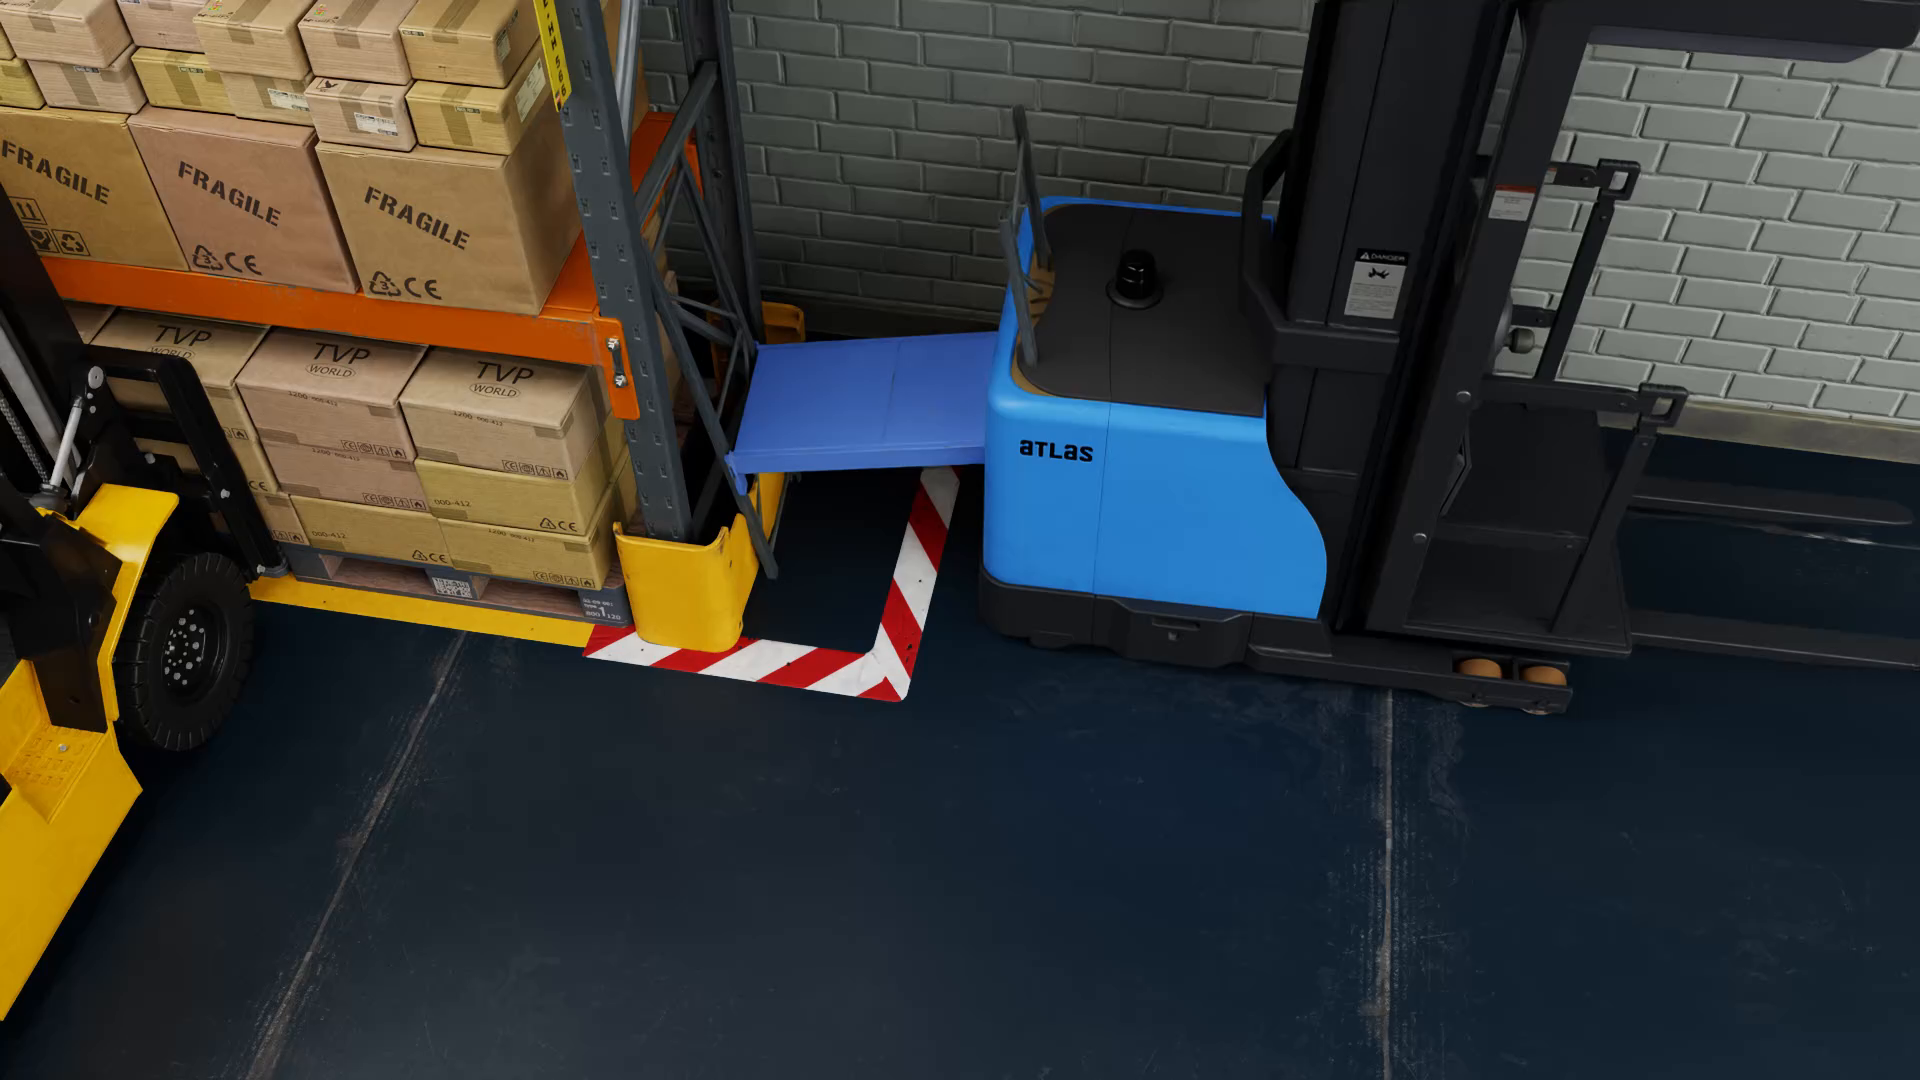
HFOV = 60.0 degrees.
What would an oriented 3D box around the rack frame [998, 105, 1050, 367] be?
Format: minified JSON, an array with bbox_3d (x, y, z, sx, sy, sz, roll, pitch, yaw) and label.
[{"bbox_3d":[0.265,-0.546,5.054,0.032,1.500,0.500,-2,50,11],"label":"rack frame"}]

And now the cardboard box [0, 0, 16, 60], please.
[{"bbox_3d":[-2.493,-1.419,4.305,0.250,0.149,0.380,9,49,8],"label":"cardboard box"}]

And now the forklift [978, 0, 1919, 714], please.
[{"bbox_3d":[1.621,-0.855,4.547,3.031,2.935,1.130,6,48,6],"label":"forklift"}]

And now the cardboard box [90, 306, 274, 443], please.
[{"bbox_3d":[-2.339,-0.592,5.159,0.500,0.250,0.500,8,49,7],"label":"cardboard box"}]

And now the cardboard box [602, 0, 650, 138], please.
[{"bbox_3d":[-1.267,-1.383,4.909,0.500,0.500,0.500,9,49,8],"label":"cardboard box"}]

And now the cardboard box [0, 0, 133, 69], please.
[{"bbox_3d":[-2.237,-1.389,4.278,0.250,0.149,0.380,9,49,8],"label":"cardboard box"}]

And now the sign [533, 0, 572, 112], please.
[{"bbox_3d":[-0.939,-1.152,3.831,0.005,0.325,0.100,8,49,7],"label":"sign"}]

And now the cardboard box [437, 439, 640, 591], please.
[{"bbox_3d":[-1.347,-0.133,5.419,0.500,0.250,0.500,8,49,7],"label":"cardboard box"}]

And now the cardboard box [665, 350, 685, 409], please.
[{"bbox_3d":[-1.277,-0.510,5.758,0.500,0.250,0.500,8,49,7],"label":"cardboard box"}]

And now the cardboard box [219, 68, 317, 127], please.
[{"bbox_3d":[-1.721,-1.263,4.365,0.250,0.149,0.380,8,49,8],"label":"cardboard box"}]

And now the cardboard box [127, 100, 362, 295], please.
[{"bbox_3d":[-1.869,-1.063,4.621,0.500,0.500,0.500,9,49,8],"label":"cardboard box"}]

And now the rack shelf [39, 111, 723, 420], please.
[{"bbox_3d":[-2.797,-1.105,5.210,4.000,0.370,1.077,8,49,7],"label":"rack shelf"}]

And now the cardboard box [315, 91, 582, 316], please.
[{"bbox_3d":[-1.360,-0.987,4.553,0.500,0.500,0.500,7,48,6],"label":"cardboard box"}]

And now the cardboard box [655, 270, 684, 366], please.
[{"bbox_3d":[-1.255,-0.684,5.578,0.500,0.250,0.500,8,49,8],"label":"cardboard box"}]

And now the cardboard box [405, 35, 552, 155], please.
[{"bbox_3d":[-1.220,-1.172,4.283,0.250,0.149,0.380,8,49,7],"label":"cardboard box"}]

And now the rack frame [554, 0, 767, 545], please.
[{"bbox_3d":[-0.829,-1.081,4.705,0.127,3.000,1.000,8,49,7],"label":"rack frame"}]

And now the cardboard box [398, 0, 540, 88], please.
[{"bbox_3d":[-1.219,-1.324,4.220,0.250,0.149,0.380,8,49,7],"label":"cardboard box"}]

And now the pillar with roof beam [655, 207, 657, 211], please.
[{"bbox_3d":[-2.119,-0.687,0.317,0.400,9.000,9.100,8,49,7],"label":"pillar with roof beam"}]

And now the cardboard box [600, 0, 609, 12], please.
[{"bbox_3d":[-1.116,-1.566,4.637,0.250,0.149,0.380,7,48,6],"label":"cardboard box"}]

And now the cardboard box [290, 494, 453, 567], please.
[{"bbox_3d":[-1.835,-0.206,5.485,0.500,0.250,0.500,8,49,7],"label":"cardboard box"}]

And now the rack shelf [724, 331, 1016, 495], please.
[{"bbox_3d":[-0.203,-0.415,5.287,1.000,0.185,0.538,-2,50,11],"label":"rack shelf"}]

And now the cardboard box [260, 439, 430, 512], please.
[{"bbox_3d":[-1.855,-0.379,5.304,0.500,0.250,0.500,7,48,6],"label":"cardboard box"}]

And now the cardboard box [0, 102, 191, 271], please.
[{"bbox_3d":[-2.373,-1.130,4.682,0.500,0.500,0.500,7,48,6],"label":"cardboard box"}]

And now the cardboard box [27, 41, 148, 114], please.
[{"bbox_3d":[-2.234,-1.305,4.403,0.250,0.149,0.380,6,48,6],"label":"cardboard box"}]

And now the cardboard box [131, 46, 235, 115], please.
[{"bbox_3d":[-1.963,-1.304,4.402,0.250,0.149,0.380,7,48,7],"label":"cardboard box"}]

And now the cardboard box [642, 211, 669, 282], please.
[{"bbox_3d":[-1.268,-0.839,5.381,0.500,0.250,0.500,7,48,6],"label":"cardboard box"}]

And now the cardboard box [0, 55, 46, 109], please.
[{"bbox_3d":[-2.486,-1.324,4.420,0.250,0.149,0.380,8,49,7],"label":"cardboard box"}]

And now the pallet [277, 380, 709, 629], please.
[{"bbox_3d":[-1.589,-0.220,5.805,1.213,0.211,1.003,8,49,7],"label":"pallet"}]

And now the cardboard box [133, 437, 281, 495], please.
[{"bbox_3d":[-2.367,-0.432,5.352,0.500,0.250,0.500,7,48,6],"label":"cardboard box"}]

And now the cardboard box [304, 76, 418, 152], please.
[{"bbox_3d":[-1.477,-1.184,4.294,0.250,0.149,0.380,8,49,7],"label":"cardboard box"}]

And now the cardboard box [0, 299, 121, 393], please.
[{"bbox_3d":[-2.837,-0.664,5.224,0.500,0.250,0.500,7,48,6],"label":"cardboard box"}]

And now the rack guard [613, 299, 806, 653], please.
[{"bbox_3d":[-0.805,-0.242,5.632,0.348,0.500,1.175,8,49,7],"label":"rack guard"}]

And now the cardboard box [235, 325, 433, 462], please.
[{"bbox_3d":[-1.841,-0.532,5.106,0.500,0.250,0.500,8,49,8],"label":"cardboard box"}]

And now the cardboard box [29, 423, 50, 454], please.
[{"bbox_3d":[-2.858,-0.501,5.414,0.500,0.250,0.500,8,48,7],"label":"cardboard box"}]

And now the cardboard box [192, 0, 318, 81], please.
[{"bbox_3d":[-1.729,-1.348,4.242,0.250,0.149,0.380,9,49,8],"label":"cardboard box"}]

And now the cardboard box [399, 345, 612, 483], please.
[{"bbox_3d":[-1.337,-0.469,5.049,0.500,0.250,0.500,9,49,8],"label":"cardboard box"}]

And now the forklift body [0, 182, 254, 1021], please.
[{"bbox_3d":[-3.019,0.287,4.046,1.214,2.155,2.313,8,49,7],"label":"forklift body"}]

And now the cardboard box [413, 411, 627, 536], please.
[{"bbox_3d":[-1.363,-0.305,5.238,0.500,0.250,0.500,7,48,6],"label":"cardboard box"}]

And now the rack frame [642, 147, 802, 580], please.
[{"bbox_3d":[-0.732,-0.513,5.250,0.032,1.500,0.500,-2,50,11],"label":"rack frame"}]

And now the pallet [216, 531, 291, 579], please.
[{"bbox_3d":[-2.786,-0.383,5.952,1.213,0.211,1.003,8,49,7],"label":"pallet"}]

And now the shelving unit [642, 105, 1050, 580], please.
[{"bbox_3d":[-0.233,-0.529,5.152,1.048,1.500,0.538,-2,50,11],"label":"shelving unit"}]

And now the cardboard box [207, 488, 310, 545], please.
[{"bbox_3d":[-2.326,-0.279,5.550,0.500,0.250,0.500,8,49,7],"label":"cardboard box"}]

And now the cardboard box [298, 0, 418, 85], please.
[{"bbox_3d":[-1.467,-1.334,4.228,0.250,0.149,0.380,8,49,7],"label":"cardboard box"}]

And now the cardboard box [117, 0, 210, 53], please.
[{"bbox_3d":[-1.961,-1.436,4.320,0.250,0.149,0.380,8,49,7],"label":"cardboard box"}]
